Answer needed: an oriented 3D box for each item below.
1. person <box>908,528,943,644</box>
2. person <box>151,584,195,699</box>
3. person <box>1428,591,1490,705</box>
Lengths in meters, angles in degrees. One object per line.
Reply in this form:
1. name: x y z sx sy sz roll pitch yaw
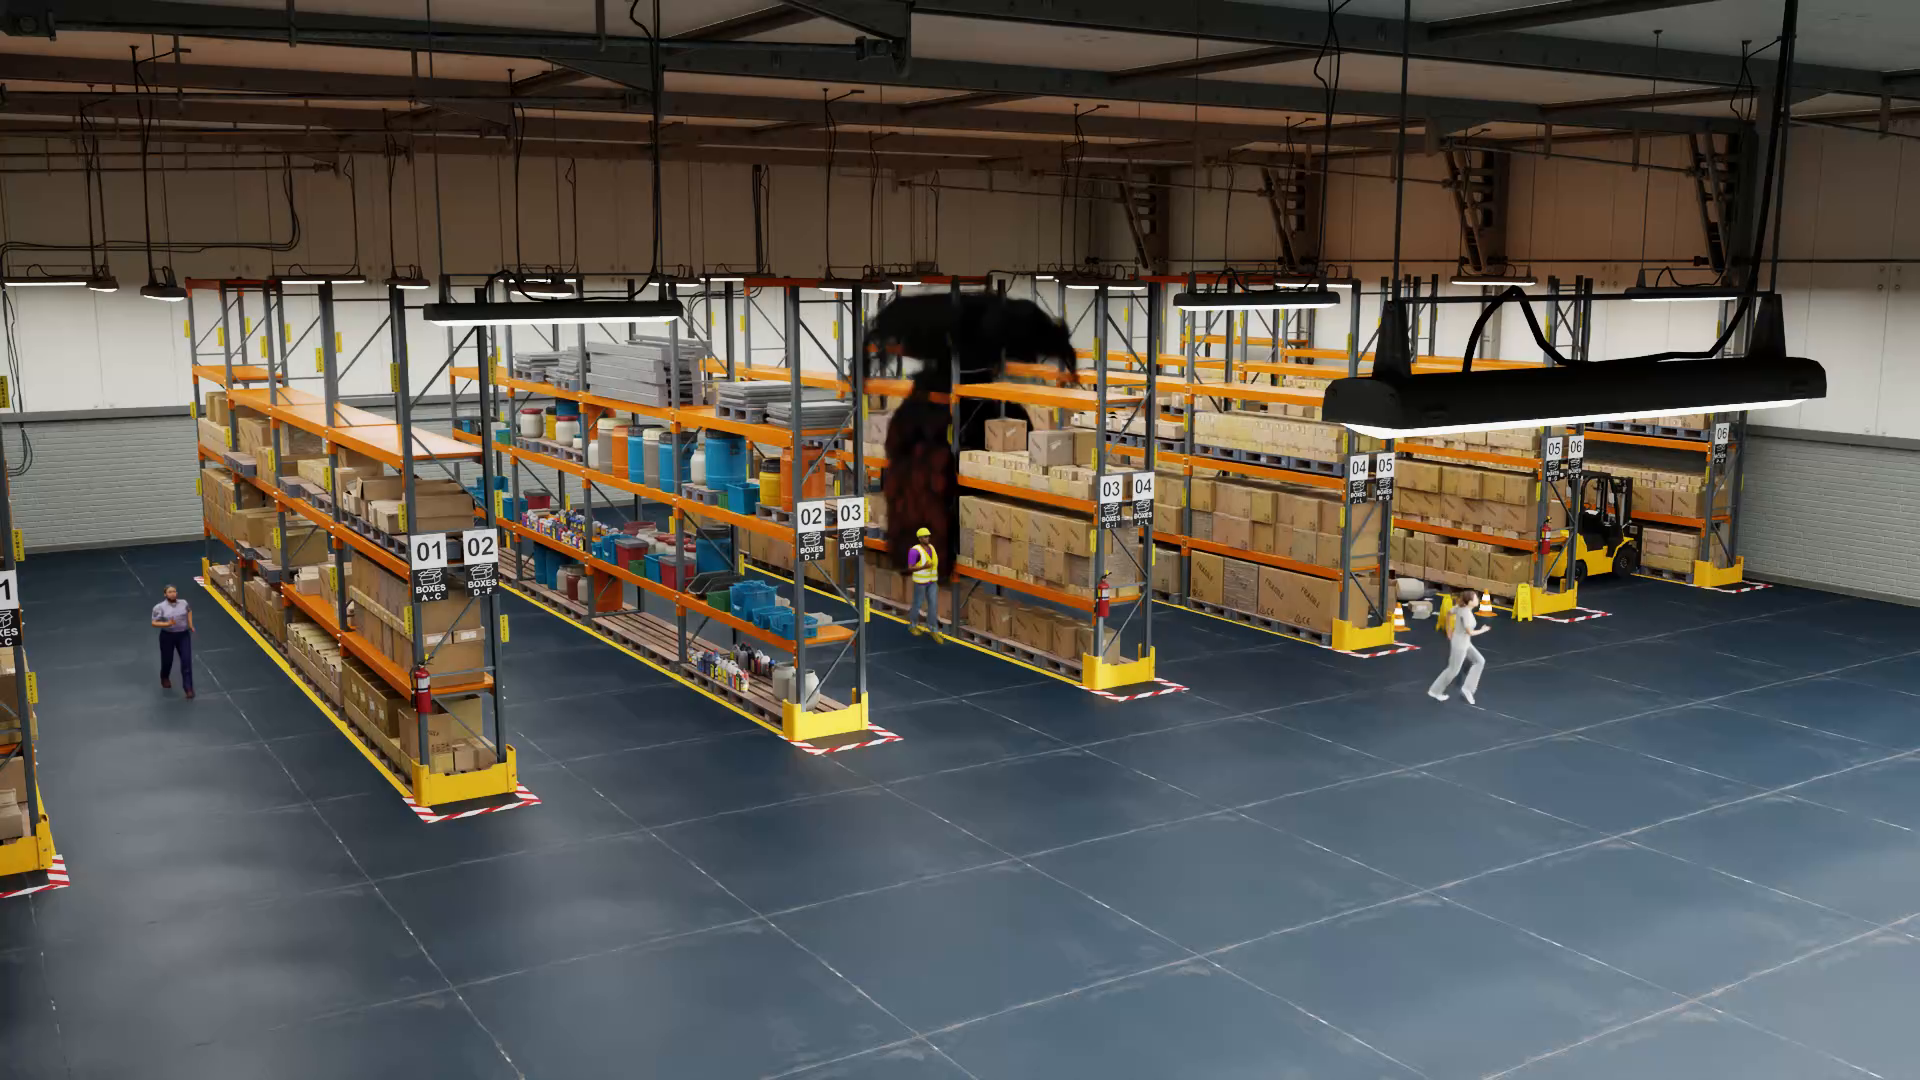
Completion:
1. person: -0.557 0.720 26.668 0.677 1.854 0.712 -7 12 -38
2. person: -11.488 1.453 24.332 0.607 1.632 0.941 -7 12 -37
3. person: 7.166 1.538 23.864 0.813 1.674 0.588 2 10 11
